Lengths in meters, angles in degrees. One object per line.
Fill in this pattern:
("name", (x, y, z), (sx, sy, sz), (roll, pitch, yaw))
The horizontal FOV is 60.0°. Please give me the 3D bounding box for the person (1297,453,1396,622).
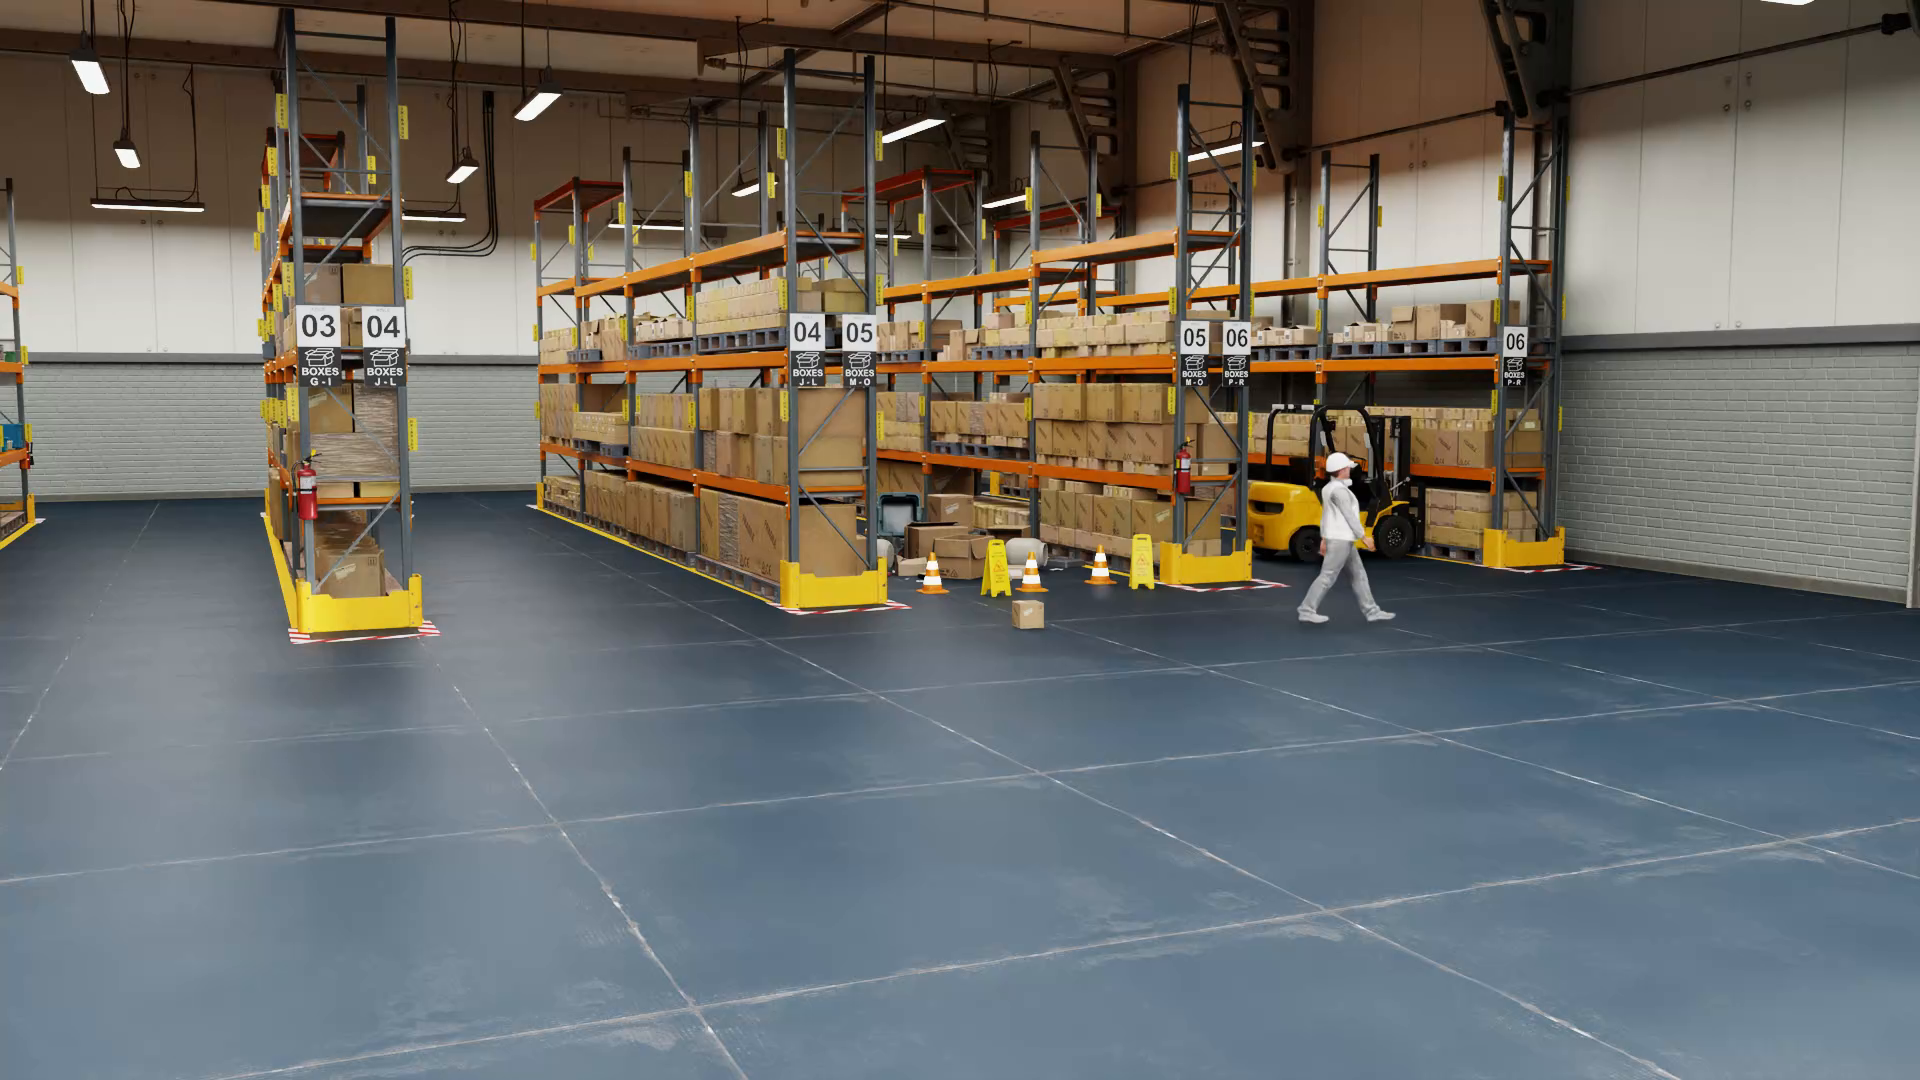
("person", (3.916, -0.018, 16.729), (1.012, 1.717, 0.537), (0, 5, 5))
